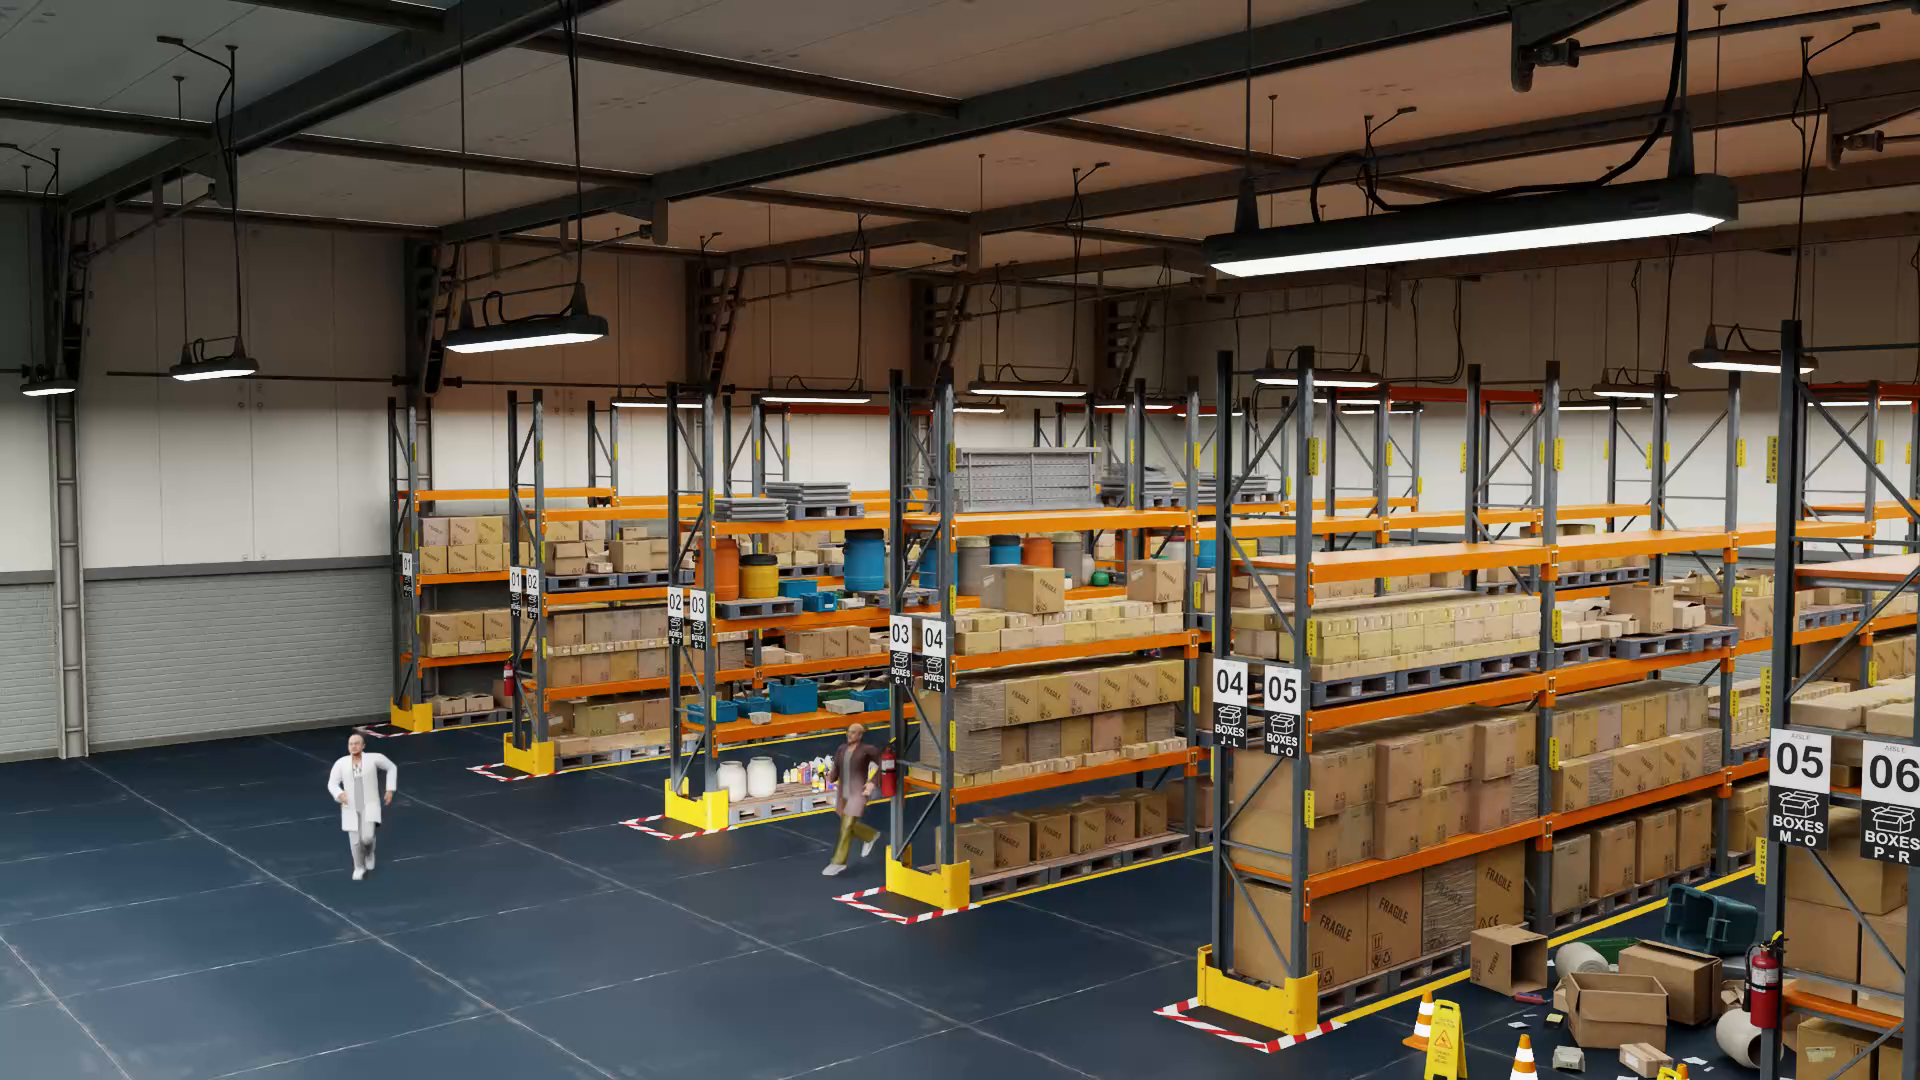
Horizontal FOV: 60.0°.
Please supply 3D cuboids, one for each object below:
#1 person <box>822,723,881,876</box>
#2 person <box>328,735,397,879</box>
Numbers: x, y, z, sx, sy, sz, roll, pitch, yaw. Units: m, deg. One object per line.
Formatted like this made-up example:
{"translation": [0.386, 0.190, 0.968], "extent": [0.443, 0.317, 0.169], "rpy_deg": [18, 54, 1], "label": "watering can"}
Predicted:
{"translation": [-1.279, 3.100, 20.107], "extent": [0.754, 1.774, 1.030], "rpy_deg": [3, 4, 38], "label": "person"}
{"translation": [-7.044, 3.155, 19.576], "extent": [0.741, 1.738, 0.766], "rpy_deg": [-1, 3, -10], "label": "person"}
